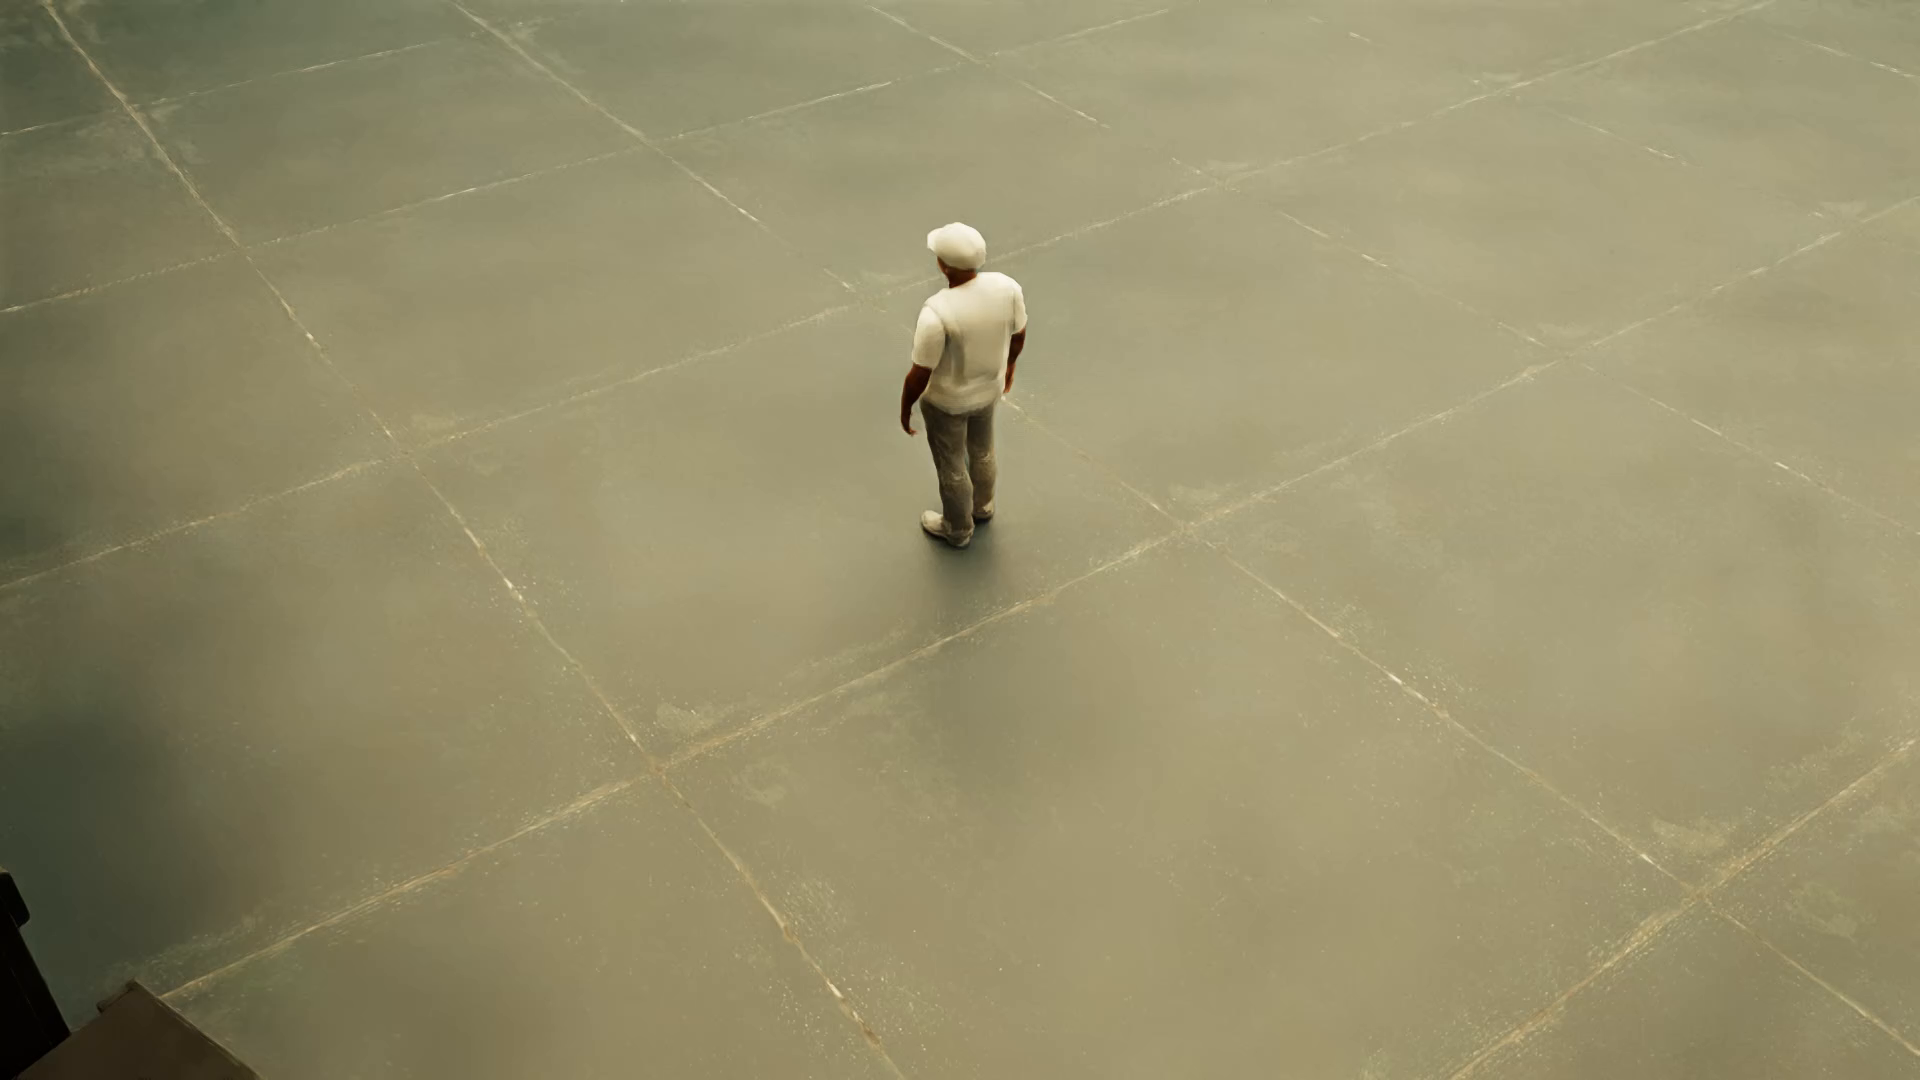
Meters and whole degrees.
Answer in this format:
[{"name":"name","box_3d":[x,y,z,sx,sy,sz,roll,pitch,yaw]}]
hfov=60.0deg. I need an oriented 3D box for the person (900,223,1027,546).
[{"name":"person","box_3d":[-0.036,-0.751,7.929,0.665,1.766,0.576,-23,42,-28]}]
